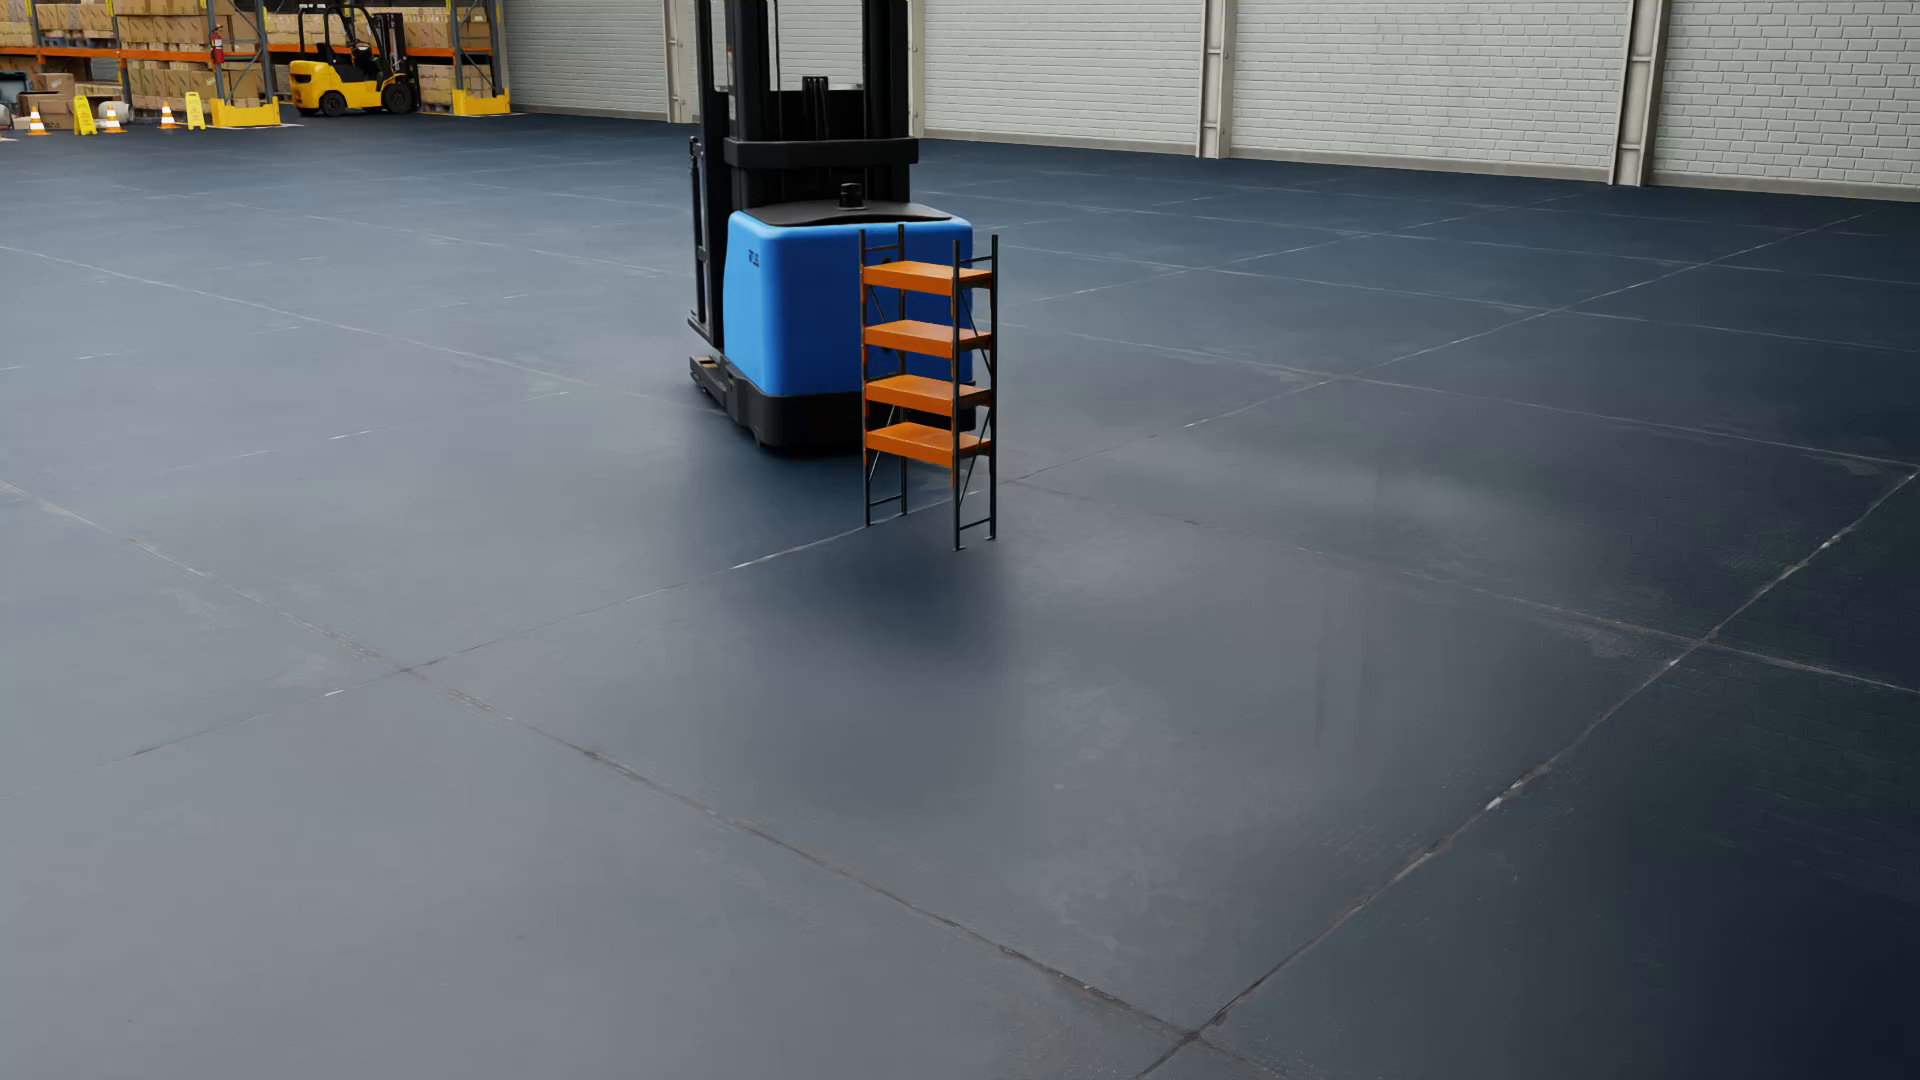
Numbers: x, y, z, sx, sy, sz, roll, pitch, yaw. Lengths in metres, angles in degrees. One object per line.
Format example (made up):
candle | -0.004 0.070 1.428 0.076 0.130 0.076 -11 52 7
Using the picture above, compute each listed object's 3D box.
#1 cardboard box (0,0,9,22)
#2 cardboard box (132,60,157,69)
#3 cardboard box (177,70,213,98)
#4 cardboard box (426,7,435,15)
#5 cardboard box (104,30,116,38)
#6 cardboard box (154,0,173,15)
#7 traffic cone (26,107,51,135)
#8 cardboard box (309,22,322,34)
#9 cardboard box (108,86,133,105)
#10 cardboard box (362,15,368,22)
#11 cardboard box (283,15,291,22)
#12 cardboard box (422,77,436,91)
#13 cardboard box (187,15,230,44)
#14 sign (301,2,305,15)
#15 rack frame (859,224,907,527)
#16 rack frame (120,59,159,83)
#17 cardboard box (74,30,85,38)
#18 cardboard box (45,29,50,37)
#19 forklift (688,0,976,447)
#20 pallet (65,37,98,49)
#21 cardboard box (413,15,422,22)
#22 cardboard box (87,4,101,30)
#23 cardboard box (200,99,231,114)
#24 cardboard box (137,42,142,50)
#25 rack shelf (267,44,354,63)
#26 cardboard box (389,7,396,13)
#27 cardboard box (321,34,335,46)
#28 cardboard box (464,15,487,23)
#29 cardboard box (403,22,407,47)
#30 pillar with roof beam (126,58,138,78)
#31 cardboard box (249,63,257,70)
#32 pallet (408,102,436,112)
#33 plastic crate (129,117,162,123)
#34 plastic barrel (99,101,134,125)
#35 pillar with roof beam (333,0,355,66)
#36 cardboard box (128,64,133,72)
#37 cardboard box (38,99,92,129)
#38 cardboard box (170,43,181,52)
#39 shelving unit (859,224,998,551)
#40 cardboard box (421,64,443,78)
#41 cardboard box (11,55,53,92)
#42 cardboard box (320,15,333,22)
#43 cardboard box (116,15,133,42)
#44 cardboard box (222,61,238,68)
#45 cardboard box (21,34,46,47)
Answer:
cardboard box | -20.473 -11.490 36.040 0.500 0.500 0.500 15 23 39
cardboard box | -15.849 -9.254 32.351 0.250 0.149 0.380 15 23 40
cardboard box | -14.338 -8.566 31.254 0.500 0.500 0.500 16 24 41
cardboard box | -10.708 -10.848 34.106 0.250 0.149 0.380 16 23 40
cardboard box | -16.733 -10.037 33.001 0.250 0.149 0.380 15 23 40
cardboard box | -14.523 -10.014 30.898 0.500 0.500 0.700 15 23 39
traffic cone | -15.838 -7.191 28.506 0.334 0.463 0.336 15 23 39
cardboard box | -14.178 -11.453 37.162 0.500 0.250 0.500 16 23 40
cardboard box | -16.559 -8.968 33.561 0.625 0.372 0.950 15 23 40
cardboard box | -12.614 -11.221 35.773 0.250 0.149 0.380 16 23 41
cardboard box | -15.208 -11.920 37.975 0.250 0.149 0.380 15 23 40
cardboard box | -10.821 -9.494 34.594 0.500 0.250 0.500 15 23 39
cardboard box | -13.762 -9.349 30.453 0.500 0.500 0.500 15 23 38
sign | -15.499 -12.521 39.192 0.005 0.325 0.100 15 23 39
rack frame | -0.306 -0.654 6.689 0.015 1.200 0.240 15 23 39
rack frame | -21.848 -13.449 44.030 0.127 3.000 1.000 15 23 39
cardboard box | -17.860 -10.357 34.007 0.250 0.149 0.380 16 24 41
cardboard box | -19.037 -10.692 35.064 0.250 0.149 0.380 13 22 36
forklift | -0.879 -2.237 8.816 1.130 2.935 3.031 -6 19 -18
pallet | -17.649 -10.239 34.234 1.213 0.211 1.003 15 23 39
cardboard box | -11.100 -10.805 34.463 0.250 0.149 0.380 14 22 38
cardboard box | -17.034 -10.445 33.215 0.500 0.500 0.500 15 23 40
cardboard box | -13.974 -8.108 31.054 0.500 0.250 0.500 15 23 39
cardboard box | -15.700 -9.575 32.238 0.250 0.149 0.380 15 23 39
rack shelf | -14.369 -11.098 37.812 4.000 0.370 1.077 15 23 39
cardboard box | -11.815 -11.166 35.108 0.250 0.149 0.380 15 23 39
cardboard box | -13.803 -11.110 36.907 0.500 0.250 0.500 15 23 39
cardboard box | -9.963 -10.720 34.194 0.250 0.149 0.380 14 23 38
cardboard box | -11.572 -10.631 34.986 0.500 0.500 0.500 15 23 40
pillar with roof beam | -26.124 -16.080 42.402 0.400 9.000 9.100 15 23 39
cardboard box | -16.627 -11.250 39.468 0.250 0.149 0.380 14 22 36
pallet | -11.389 -9.296 35.555 1.213 0.211 1.003 15 23 39
plastic crate | -15.535 -8.023 31.761 0.583 0.080 0.402 7 19 21
plastic barrel | -15.723 -7.957 30.984 0.512 0.421 0.421 -3 18 -8
pillar with roof beam | -17.149 -13.670 34.810 0.400 9.000 9.100 15 23 39
cardboard box | -21.454 -12.315 43.890 0.637 0.503 0.797 14 22 37
cardboard box | -16.167 -7.703 30.051 0.637 0.503 0.797 0 18 2
cardboard box | -14.598 -9.261 31.248 0.250 0.149 0.380 15 23 39
shelving unit | -0.124 -0.605 6.535 0.503 1.200 0.258 15 23 39
cardboard box | -10.818 -9.726 34.497 0.500 0.250 0.500 16 23 40
cardboard box | -20.282 -10.244 36.749 0.875 0.875 0.875 15 23 40
cardboard box | -13.914 -11.546 36.797 0.250 0.149 0.380 14 22 38
cardboard box | -16.021 -9.954 32.360 0.500 0.500 0.500 15 23 39
cardboard box | -17.746 -11.584 40.518 0.250 0.149 0.380 16 24 41
cardboard box | -19.707 -10.690 35.586 0.500 0.250 0.500 14 22 37
